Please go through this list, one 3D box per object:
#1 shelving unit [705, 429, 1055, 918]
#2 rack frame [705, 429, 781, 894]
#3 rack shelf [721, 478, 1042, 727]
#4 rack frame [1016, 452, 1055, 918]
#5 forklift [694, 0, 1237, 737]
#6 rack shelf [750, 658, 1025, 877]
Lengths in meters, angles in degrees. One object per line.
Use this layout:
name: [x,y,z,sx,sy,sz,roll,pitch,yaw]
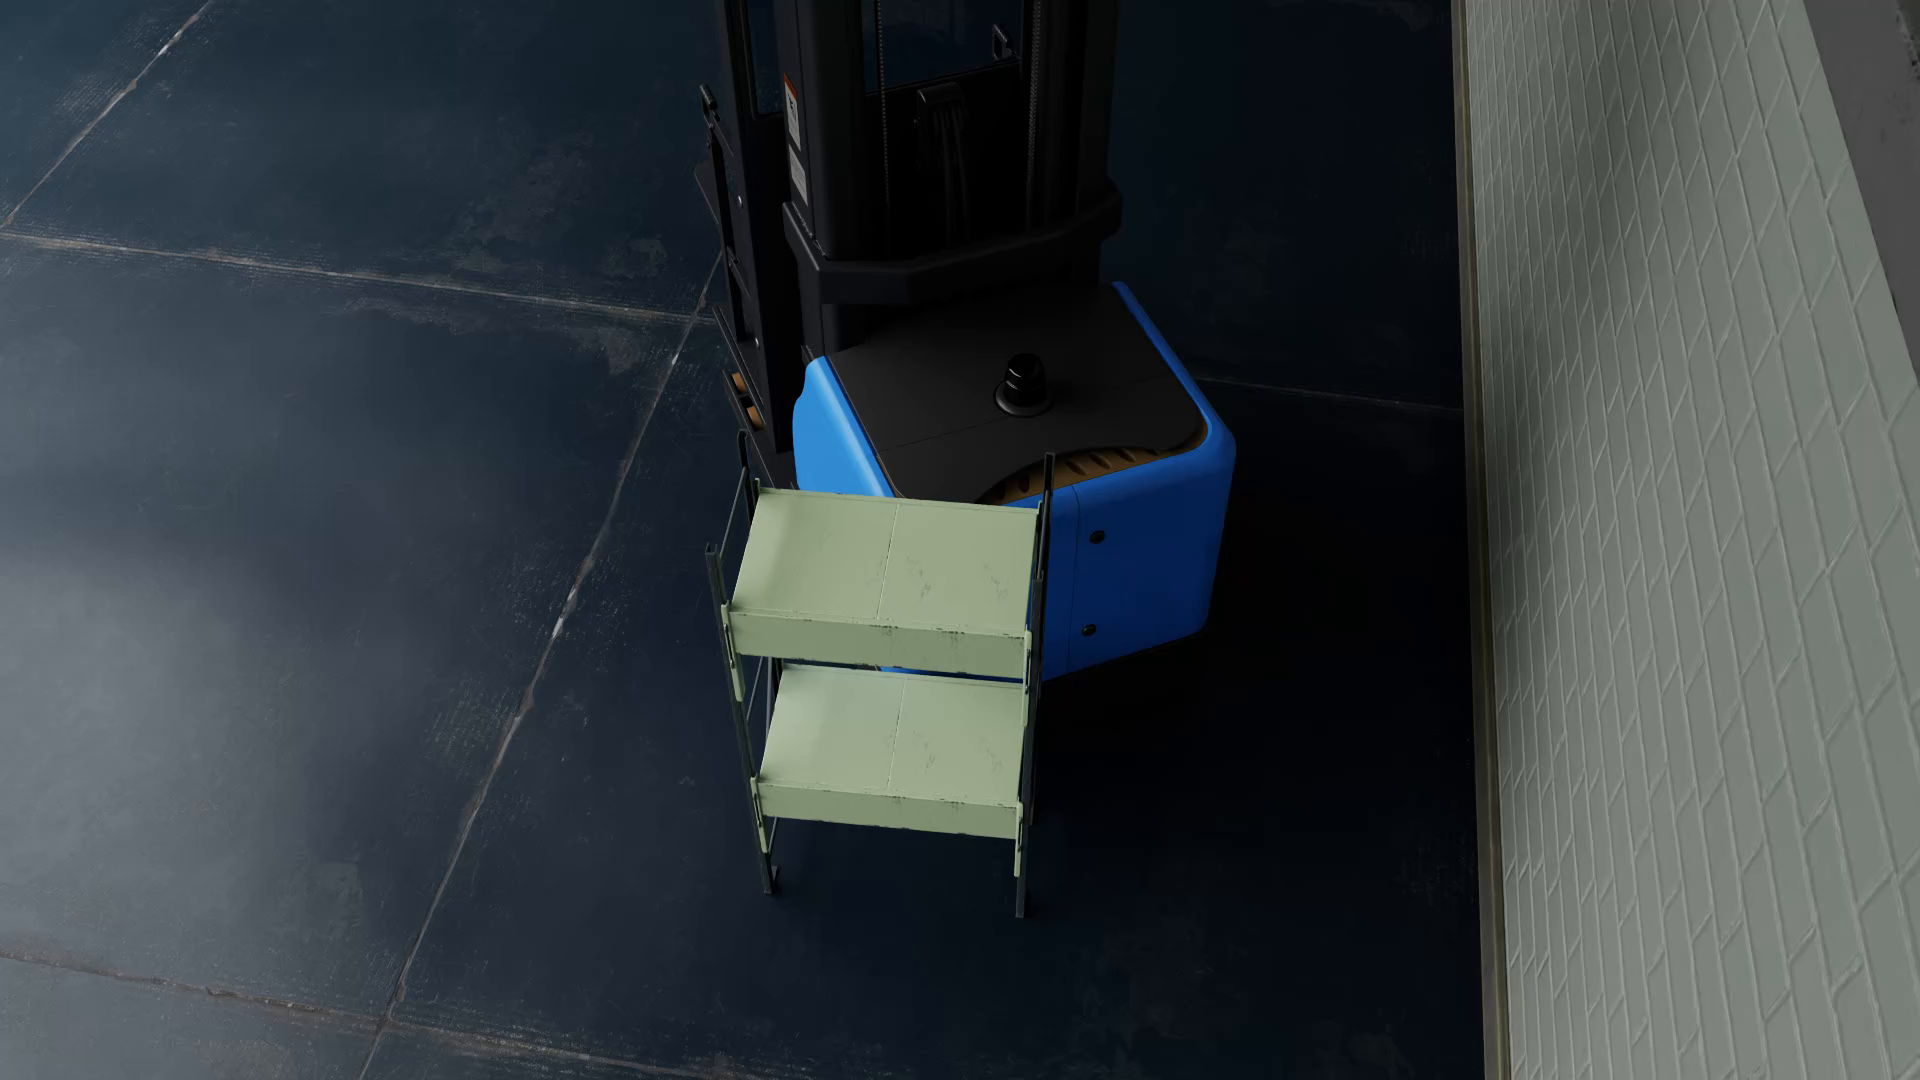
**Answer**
shelving unit: [-0.172,0.410,4.371,0.755,1.500,0.431,5,49,4]
rack frame: [-0.536,0.381,4.397,0.023,1.500,0.400,5,49,4]
rack shelf: [-0.172,0.151,4.079,0.720,0.370,0.431,5,49,4]
rack frame: [0.192,0.439,4.345,0.023,1.500,0.400,5,49,4]
forklift: [-0.226,-1.411,5.048,1.130,2.935,3.031,-16,50,-14]
rack shelf: [-0.172,0.626,4.615,0.720,0.370,0.431,5,49,4]
